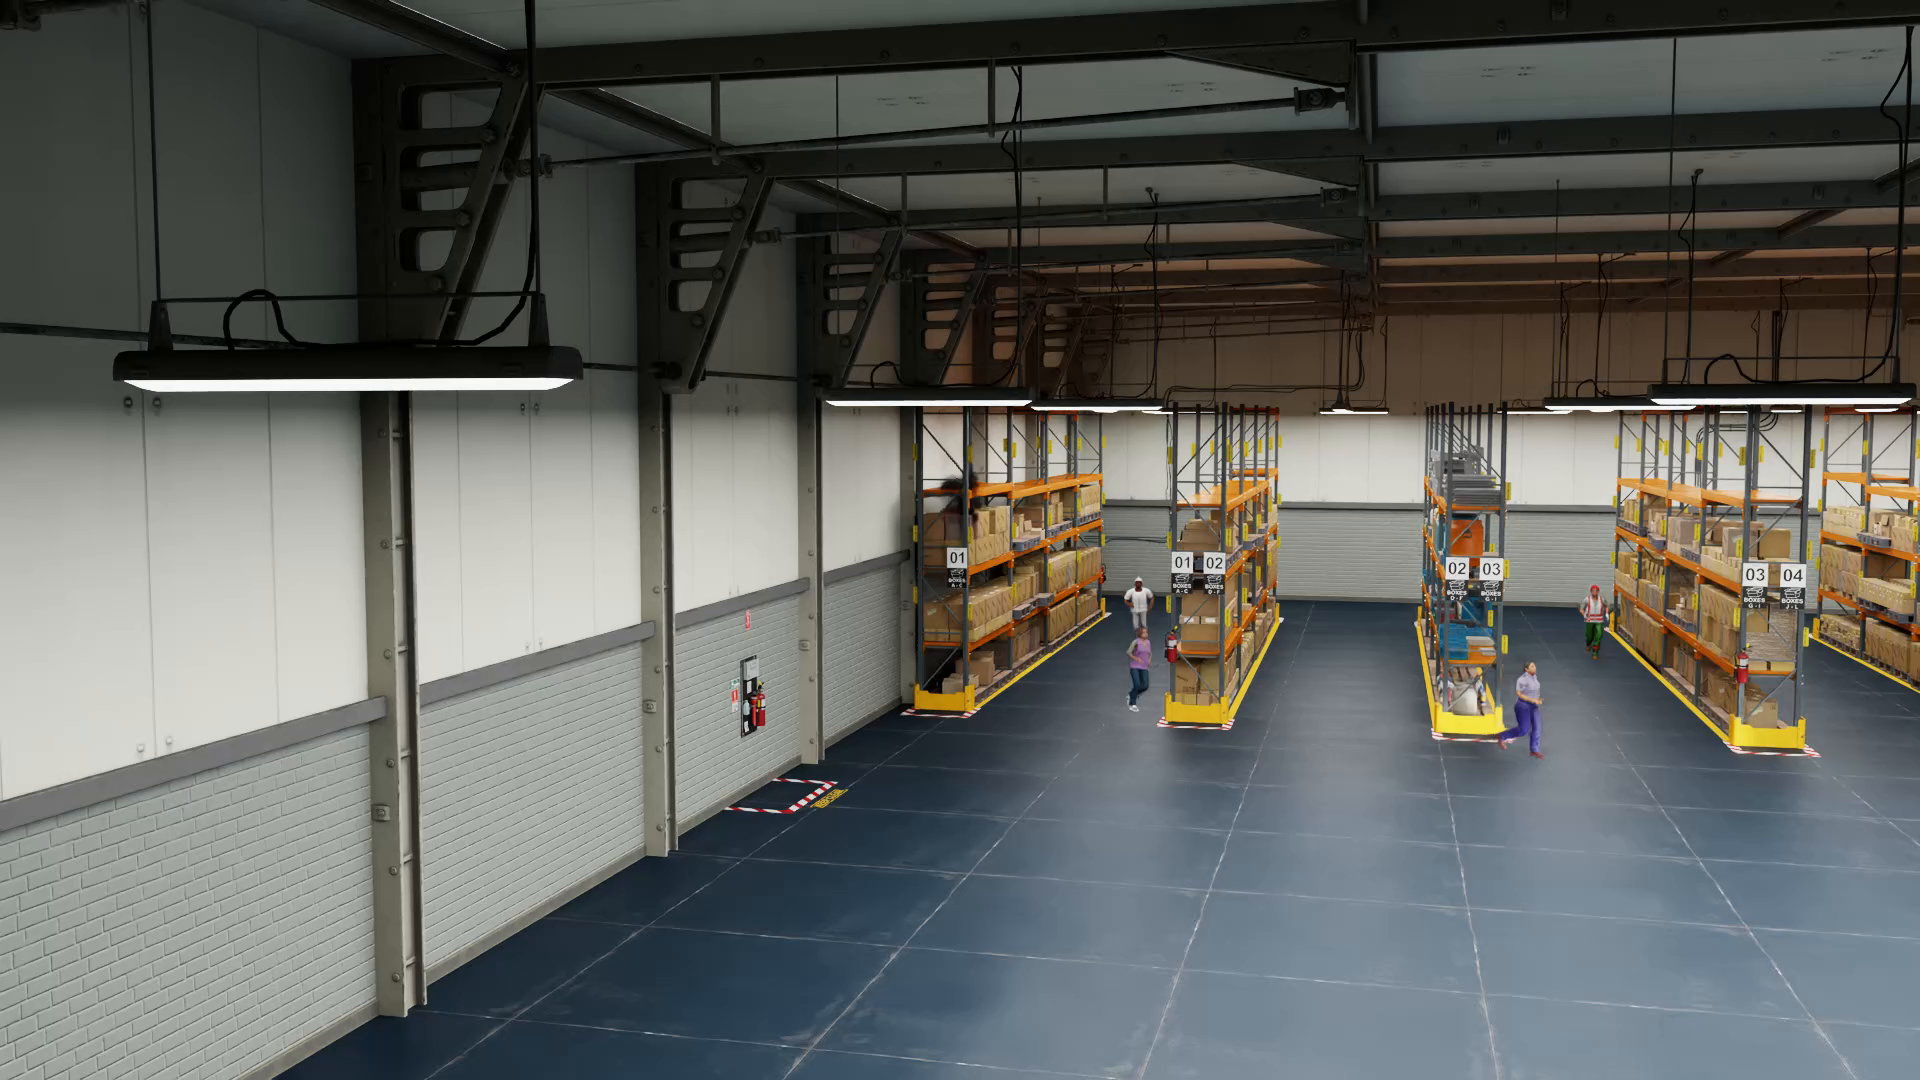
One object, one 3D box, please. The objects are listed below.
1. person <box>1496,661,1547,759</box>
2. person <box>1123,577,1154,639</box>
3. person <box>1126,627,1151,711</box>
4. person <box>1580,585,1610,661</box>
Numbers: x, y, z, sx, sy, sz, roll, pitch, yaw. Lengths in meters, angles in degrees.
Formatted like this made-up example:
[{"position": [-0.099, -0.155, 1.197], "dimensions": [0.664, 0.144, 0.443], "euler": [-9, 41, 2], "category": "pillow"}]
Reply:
[{"position": [9.541, 2.850, 28.107], "dimensions": [0.828, 1.647, 0.615], "euler": [4, 6, 45], "category": "person"}, {"position": [4.465, 1.791, 41.492], "dimensions": [0.770, 1.721, 0.526], "euler": [0, 4, 3], "category": "person"}, {"position": [3.356, 2.385, 30.840], "dimensions": [0.562, 1.546, 0.535], "euler": [-2, 5, -25], "category": "person"}, {"position": [15.012, 1.945, 39.312], "dimensions": [0.670, 1.757, 0.927], "euler": [1, 4, 14], "category": "person"}]
